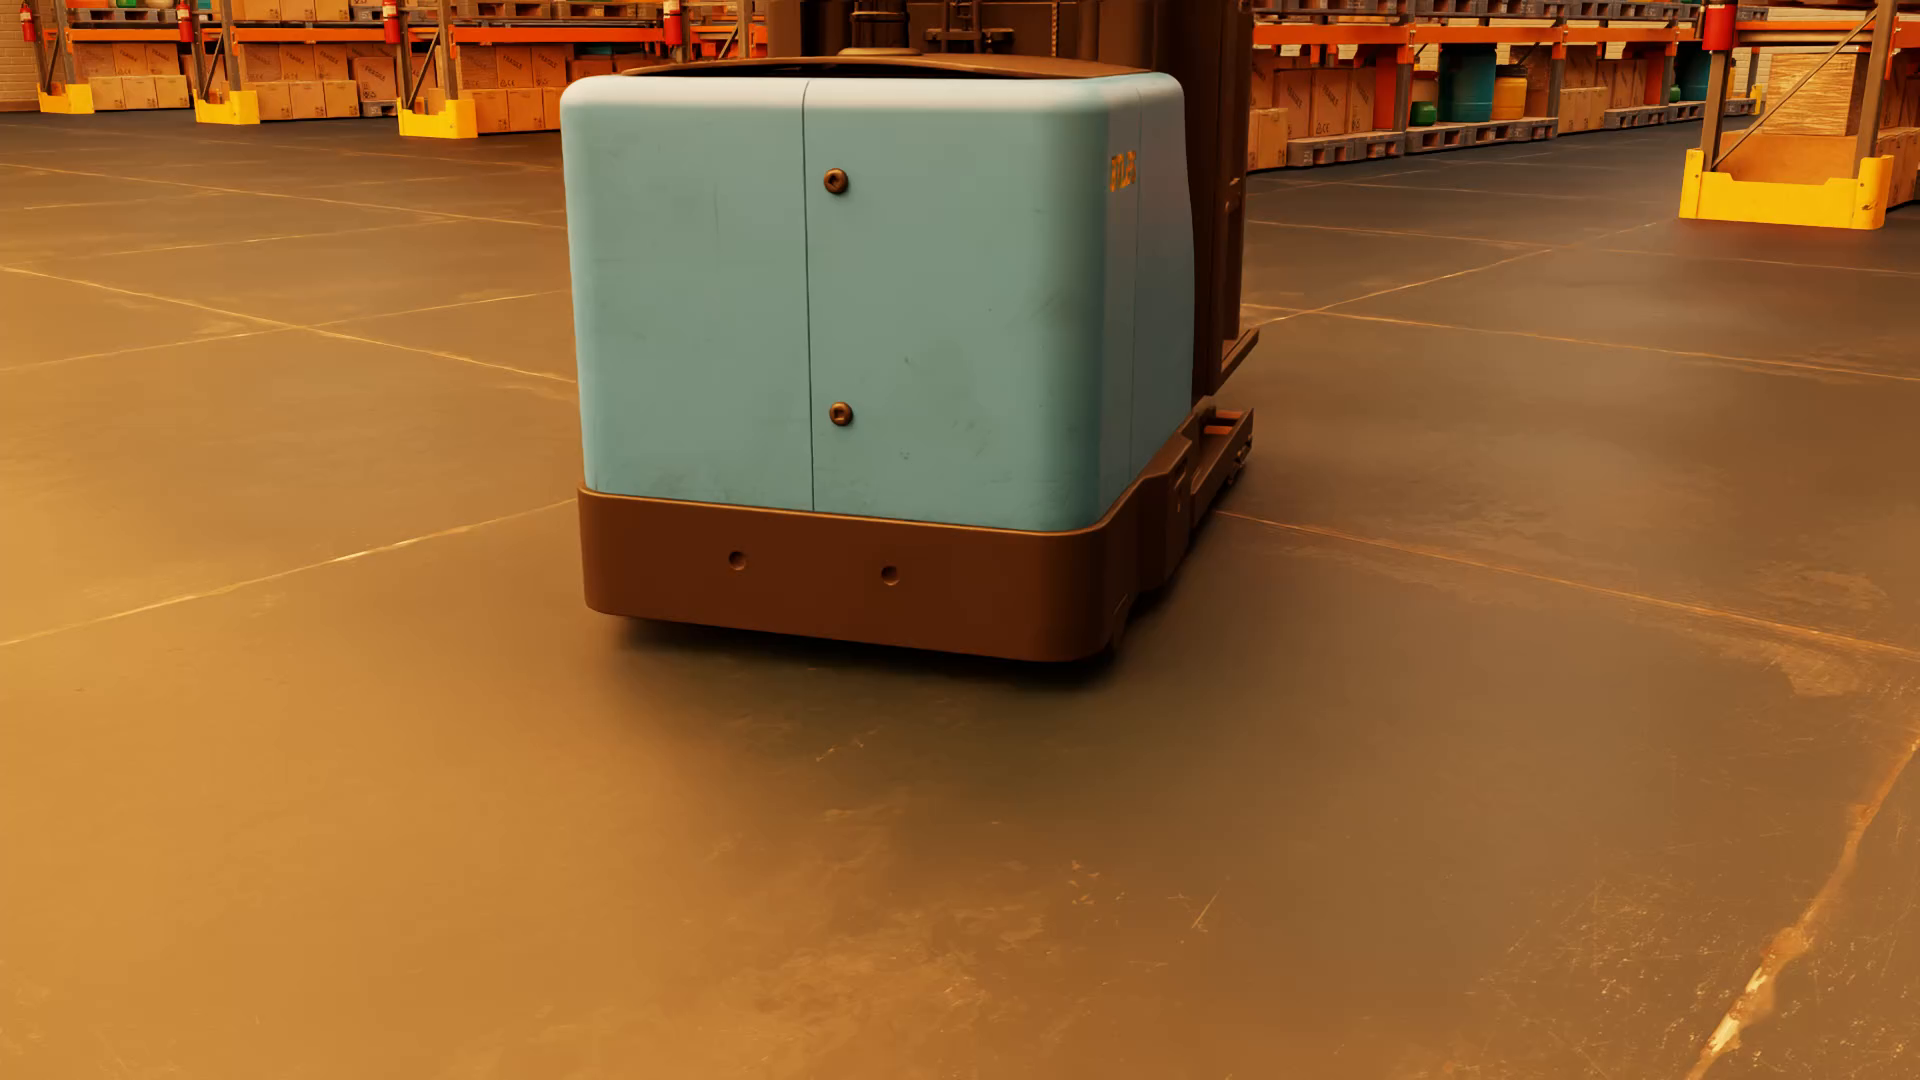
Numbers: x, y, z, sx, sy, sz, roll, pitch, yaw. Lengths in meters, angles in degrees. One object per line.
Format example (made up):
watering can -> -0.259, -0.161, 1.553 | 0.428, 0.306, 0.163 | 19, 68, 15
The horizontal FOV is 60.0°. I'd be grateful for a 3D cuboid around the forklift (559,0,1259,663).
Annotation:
forklift -> 0.182, -1.571, 4.072 | 1.130, 2.935, 3.031 | 5, 18, 17
